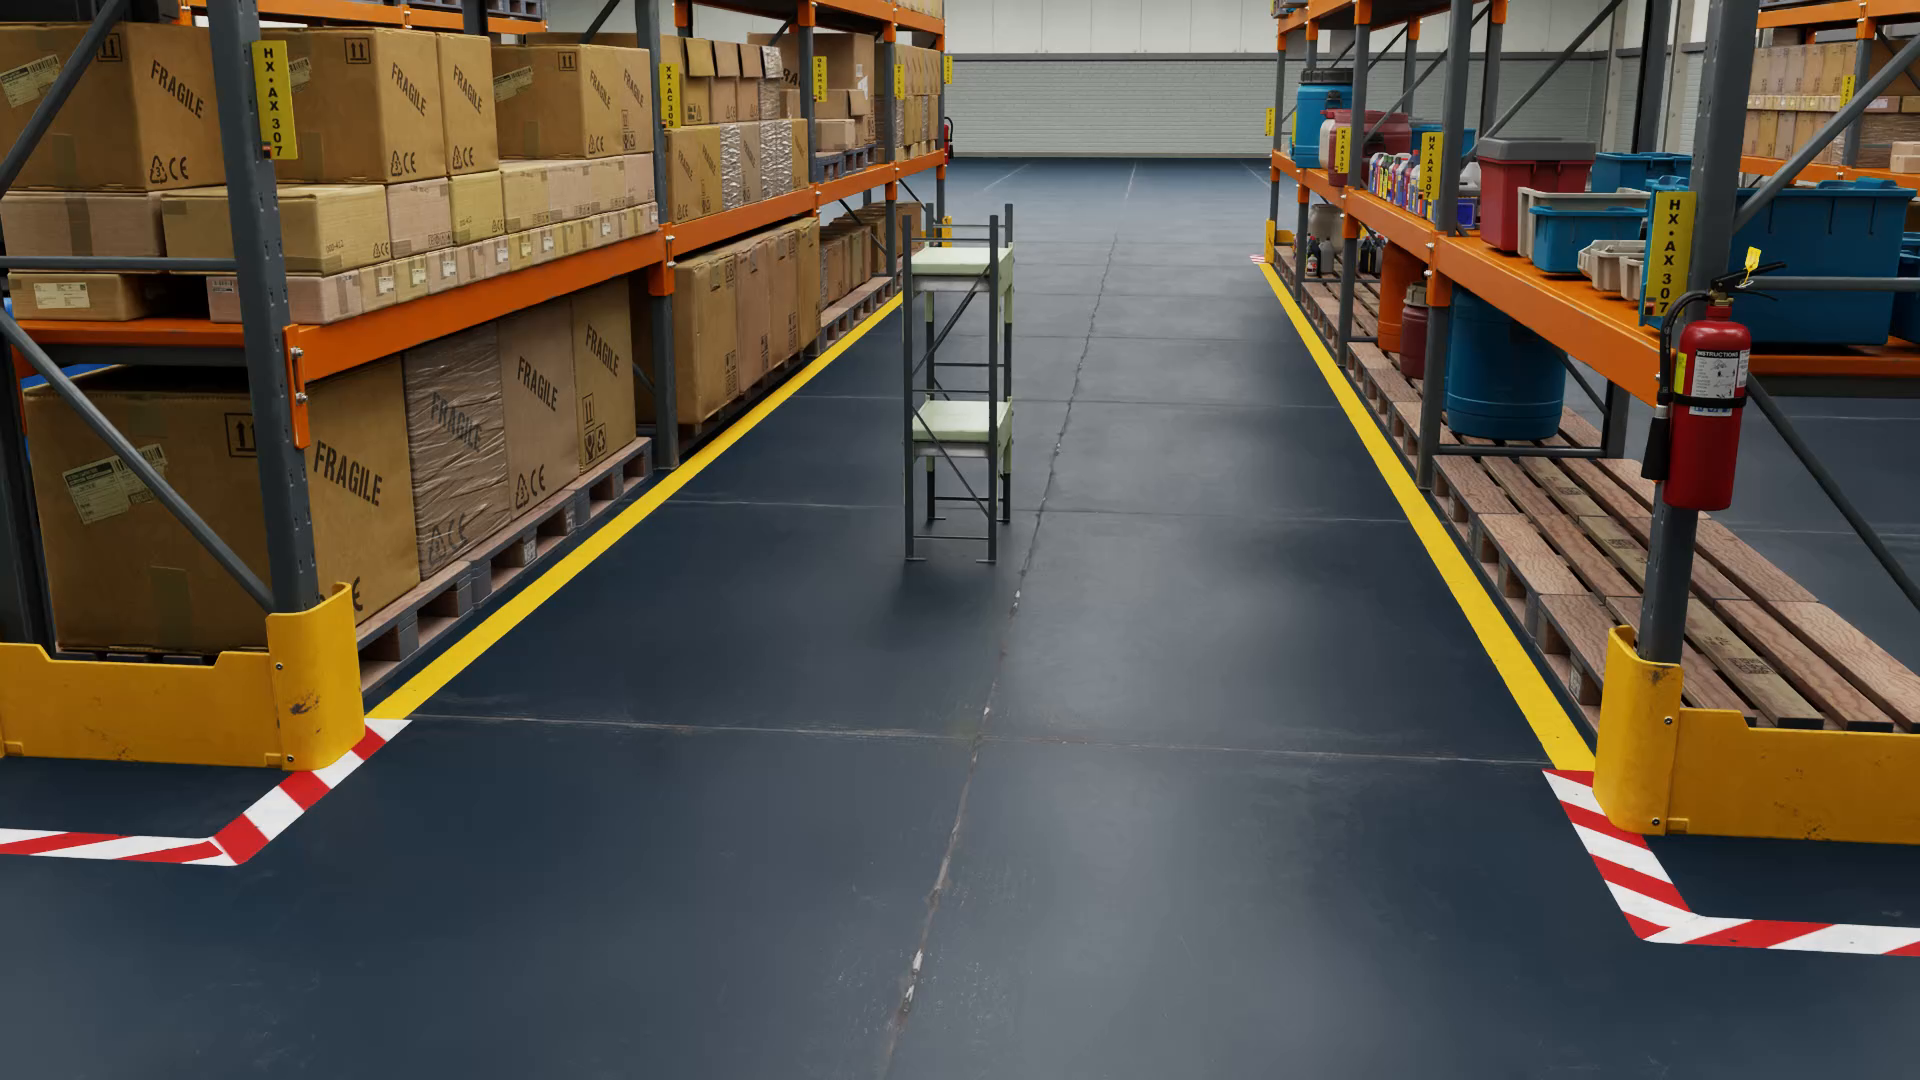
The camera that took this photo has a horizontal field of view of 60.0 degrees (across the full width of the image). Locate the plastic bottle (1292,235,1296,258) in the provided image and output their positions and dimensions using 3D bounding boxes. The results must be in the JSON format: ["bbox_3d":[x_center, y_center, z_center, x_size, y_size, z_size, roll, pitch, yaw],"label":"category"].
[{"bbox_3d":[3.716,-3.248,18.311,0.097,0.271,0.097,0,15,0],"label":"plastic bottle"}]

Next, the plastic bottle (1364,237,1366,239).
[{"bbox_3d":[4.387,-3.121,17.834,0.152,0.276,0.135,1,15,5],"label":"plastic bottle"}]

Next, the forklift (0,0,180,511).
[{"bbox_3d":[-4.739,-1.867,8.952,1.130,2.935,3.031,-4,16,-16],"label":"forklift"}]

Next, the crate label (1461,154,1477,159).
[{"bbox_3d":[3.747,-2.756,12.429,0.303,0.233,0.416,2,15,6],"label":"crate label"}]

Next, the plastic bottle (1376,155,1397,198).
[{"bbox_3d":[2.905,-2.456,11.237,0.152,0.276,0.135,2,15,6],"label":"plastic bottle"}]

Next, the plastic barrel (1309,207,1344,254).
[{"bbox_3d":[4.175,-3.512,18.867,0.421,0.512,0.421,0,15,0],"label":"plastic barrel"}]

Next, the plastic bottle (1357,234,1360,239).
[{"bbox_3d":[4.297,-3.164,17.978,0.061,0.283,0.133,2,15,6],"label":"plastic bottle"}]

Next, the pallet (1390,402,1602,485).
[{"bbox_3d":[3.005,-0.554,9.307,1.003,0.211,1.213,2,15,6],"label":"pallet"}]

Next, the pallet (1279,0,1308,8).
[{"bbox_3d":[3.763,-5.323,16.217,1.213,0.211,1.003,2,15,6],"label":"pallet"}]

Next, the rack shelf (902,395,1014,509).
[{"bbox_3d":[0.001,-0.411,7.558,0.431,0.370,0.720,2,15,6],"label":"rack shelf"}]

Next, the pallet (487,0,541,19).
[{"bbox_3d":[-5.681,-6.344,19.802,1.003,0.211,1.213,2,15,6],"label":"pallet"}]

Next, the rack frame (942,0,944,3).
[{"bbox_3d":[-0.691,-7.856,19.474,1.000,3.000,0.127,2,15,6],"label":"rack frame"}]

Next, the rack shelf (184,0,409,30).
[{"bbox_3d":[-6.285,-4.676,14.842,1.077,0.370,4.000,2,15,6],"label":"rack shelf"}]

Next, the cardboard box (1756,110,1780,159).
[{"bbox_3d":[8.970,-4.329,17.735,0.700,0.500,0.500,2,15,7],"label":"cardboard box"}]

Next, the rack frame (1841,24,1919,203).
[{"bbox_3d":[8.700,-3.629,15.338,1.000,3.000,0.127,2,15,6],"label":"rack frame"}]

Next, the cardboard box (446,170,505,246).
[{"bbox_3d":[-2.062,-1.263,6.303,0.500,0.250,0.500,1,15,4],"label":"cardboard box"}]

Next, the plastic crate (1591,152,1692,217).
[{"bbox_3d":[3.162,-1.591,7.717,0.392,0.384,0.575,2,15,6],"label":"plastic crate"}]

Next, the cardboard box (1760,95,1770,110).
[{"bbox_3d":[8.778,-4.665,17.733,0.380,0.149,0.250,1,15,4],"label":"cardboard box"}]

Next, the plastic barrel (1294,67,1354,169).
[{"bbox_3d":[3.434,-3.927,15.478,0.600,0.901,0.708,2,15,6],"label":"plastic barrel"}]

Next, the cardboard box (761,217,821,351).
[{"bbox_3d":[-1.692,-1.883,12.146,1.225,0.875,0.875,1,15,4],"label":"cardboard box"}]

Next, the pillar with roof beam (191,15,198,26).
[{"bbox_3d":[-10.813,-11.124,31.562,9.100,9.000,0.400,2,15,6],"label":"pillar with roof beam"}]

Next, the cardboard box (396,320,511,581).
[{"bbox_3d":[-2.401,-0.391,6.628,0.875,0.875,0.875,2,15,6],"label":"cardboard box"}]

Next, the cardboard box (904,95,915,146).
[{"bbox_3d":[-0.939,-4.357,17.269,0.875,0.500,0.500,2,15,6],"label":"cardboard box"}]

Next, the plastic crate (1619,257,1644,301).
[{"bbox_3d":[2.384,-0.857,5.476,0.396,0.136,0.243,2,15,6],"label":"plastic crate"}]

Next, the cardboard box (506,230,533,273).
[{"bbox_3d":[-1.956,-1.170,6.723,0.380,0.149,0.250,1,15,5],"label":"cardboard box"}]

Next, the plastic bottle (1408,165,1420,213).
[{"bbox_3d":[2.739,-2.074,9.823,0.152,0.276,0.135,2,15,6],"label":"plastic bottle"}]

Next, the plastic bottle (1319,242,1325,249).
[{"bbox_3d":[3.737,-2.901,17.020,0.152,0.276,0.135,2,15,6],"label":"plastic bottle"}]

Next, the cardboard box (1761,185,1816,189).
[{"bbox_3d":[9.387,-3.756,18.834,0.500,0.500,0.500,2,15,6],"label":"cardboard box"}]

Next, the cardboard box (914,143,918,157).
[{"bbox_3d":[-0.663,-4.237,18.067,0.380,0.149,0.250,2,15,6],"label":"cardboard box"}]

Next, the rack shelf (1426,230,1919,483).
[{"bbox_3d":[2.650,-0.835,6.383,1.077,0.370,4.000,2,15,6],"label":"rack shelf"}]

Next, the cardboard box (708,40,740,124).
[{"bbox_3d":[-1.838,-2.885,10.471,0.797,0.503,0.637,2,15,8],"label":"cardboard box"}]

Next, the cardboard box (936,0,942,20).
[{"bbox_3d":[-0.493,-6.203,19.395,0.500,0.250,0.500,2,15,8],"label":"cardboard box"}]

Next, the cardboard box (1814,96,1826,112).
[{"bbox_3d":[8.603,-4.268,16.264,0.380,0.149,0.250,2,15,6],"label":"cardboard box"}]

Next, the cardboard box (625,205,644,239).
[{"bbox_3d":[-1.783,-1.570,8.204,0.380,0.149,0.250,2,15,7],"label":"cardboard box"}]

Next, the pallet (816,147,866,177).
[{"bbox_3d":[-1.411,-3.307,14.512,1.003,0.211,1.213,2,15,6],"label":"pallet"}]

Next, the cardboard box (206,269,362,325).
[{"bbox_3d":[-2.129,-0.771,5.248,0.380,0.149,0.250,2,15,7],"label":"cardboard box"}]

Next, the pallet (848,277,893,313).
[{"bbox_3d":[-1.229,-2.374,16.037,1.003,0.211,1.213,2,15,6],"label":"pallet"}]

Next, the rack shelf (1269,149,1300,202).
[{"bbox_3d":[4.004,-3.948,17.893,1.077,0.370,4.000,2,15,6],"label":"rack shelf"}]

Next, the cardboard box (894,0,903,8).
[{"bbox_3d":[-0.837,-5.407,16.452,0.500,0.250,0.500,1,15,4],"label":"cardboard box"}]

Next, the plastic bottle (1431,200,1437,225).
[{"bbox_3d":[2.641,-1.848,8.987,0.152,0.276,0.135,2,15,6],"label":"plastic bottle"}]

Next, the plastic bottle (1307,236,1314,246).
[{"bbox_3d":[3.587,-2.935,17.002,0.144,0.351,0.185,1,15,3],"label":"plastic bottle"}]

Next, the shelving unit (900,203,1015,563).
[{"bbox_3d":[0.001,-0.726,7.473,0.431,1.500,0.755,2,15,6],"label":"shelving unit"}]

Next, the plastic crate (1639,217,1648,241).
[{"bbox_3d":[3.017,-1.299,7.133,0.437,0.125,0.590,2,15,6],"label":"plastic crate"}]

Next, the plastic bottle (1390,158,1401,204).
[{"bbox_3d":[2.782,-2.281,10.576,0.061,0.283,0.133,2,15,6],"label":"plastic bottle"}]

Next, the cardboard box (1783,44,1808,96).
[{"bbox_3d":[8.914,-4.810,17.026,0.700,0.500,0.500,2,15,6],"label":"cardboard box"}]

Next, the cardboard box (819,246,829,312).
[{"bbox_3d":[-1.488,-2.209,14.031,0.700,0.500,0.500,0,15,2],"label":"cardboard box"}]

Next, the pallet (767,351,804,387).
[{"bbox_3d":[-1.758,-1.336,12.200,1.003,0.211,1.213,2,15,6],"label":"pallet"}]

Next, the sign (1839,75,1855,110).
[{"bbox_3d":[8.148,-4.101,15.273,0.100,0.325,0.005,2,15,6],"label":"sign"}]

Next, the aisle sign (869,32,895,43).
[{"bbox_3d":[-0.982,-6.239,20.010,0.394,0.787,0.004,2,15,6],"label":"aisle sign"}]

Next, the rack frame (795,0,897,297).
[{"bbox_3d":[-1.143,-3.922,16.420,1.000,3.000,0.127,2,15,6],"label":"rack frame"}]

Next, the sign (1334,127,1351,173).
[{"bbox_3d":[2.780,-2.832,12.076,0.100,0.325,0.005,2,15,6],"label":"sign"}]

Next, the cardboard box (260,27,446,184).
[{"bbox_3d":[-2.118,-1.489,5.704,0.500,0.500,0.500,1,15,5],"label":"cardboard box"}]

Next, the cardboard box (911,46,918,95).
[{"bbox_3d":[-0.727,-4.965,17.601,0.500,0.500,0.500,2,15,6],"label":"cardboard box"}]

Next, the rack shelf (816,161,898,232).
[{"bbox_3d":[-1.368,-3.056,14.596,1.077,0.370,4.000,2,15,6],"label":"rack shelf"}]

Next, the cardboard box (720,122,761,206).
[{"bbox_3d":[-1.579,-2.402,10.606,0.500,0.500,0.500,2,15,7],"label":"cardboard box"}]

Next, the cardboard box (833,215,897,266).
[{"bbox_3d":[-1.001,-3.170,17.621,0.500,0.500,0.500,7,17,24],"label":"cardboard box"}]
